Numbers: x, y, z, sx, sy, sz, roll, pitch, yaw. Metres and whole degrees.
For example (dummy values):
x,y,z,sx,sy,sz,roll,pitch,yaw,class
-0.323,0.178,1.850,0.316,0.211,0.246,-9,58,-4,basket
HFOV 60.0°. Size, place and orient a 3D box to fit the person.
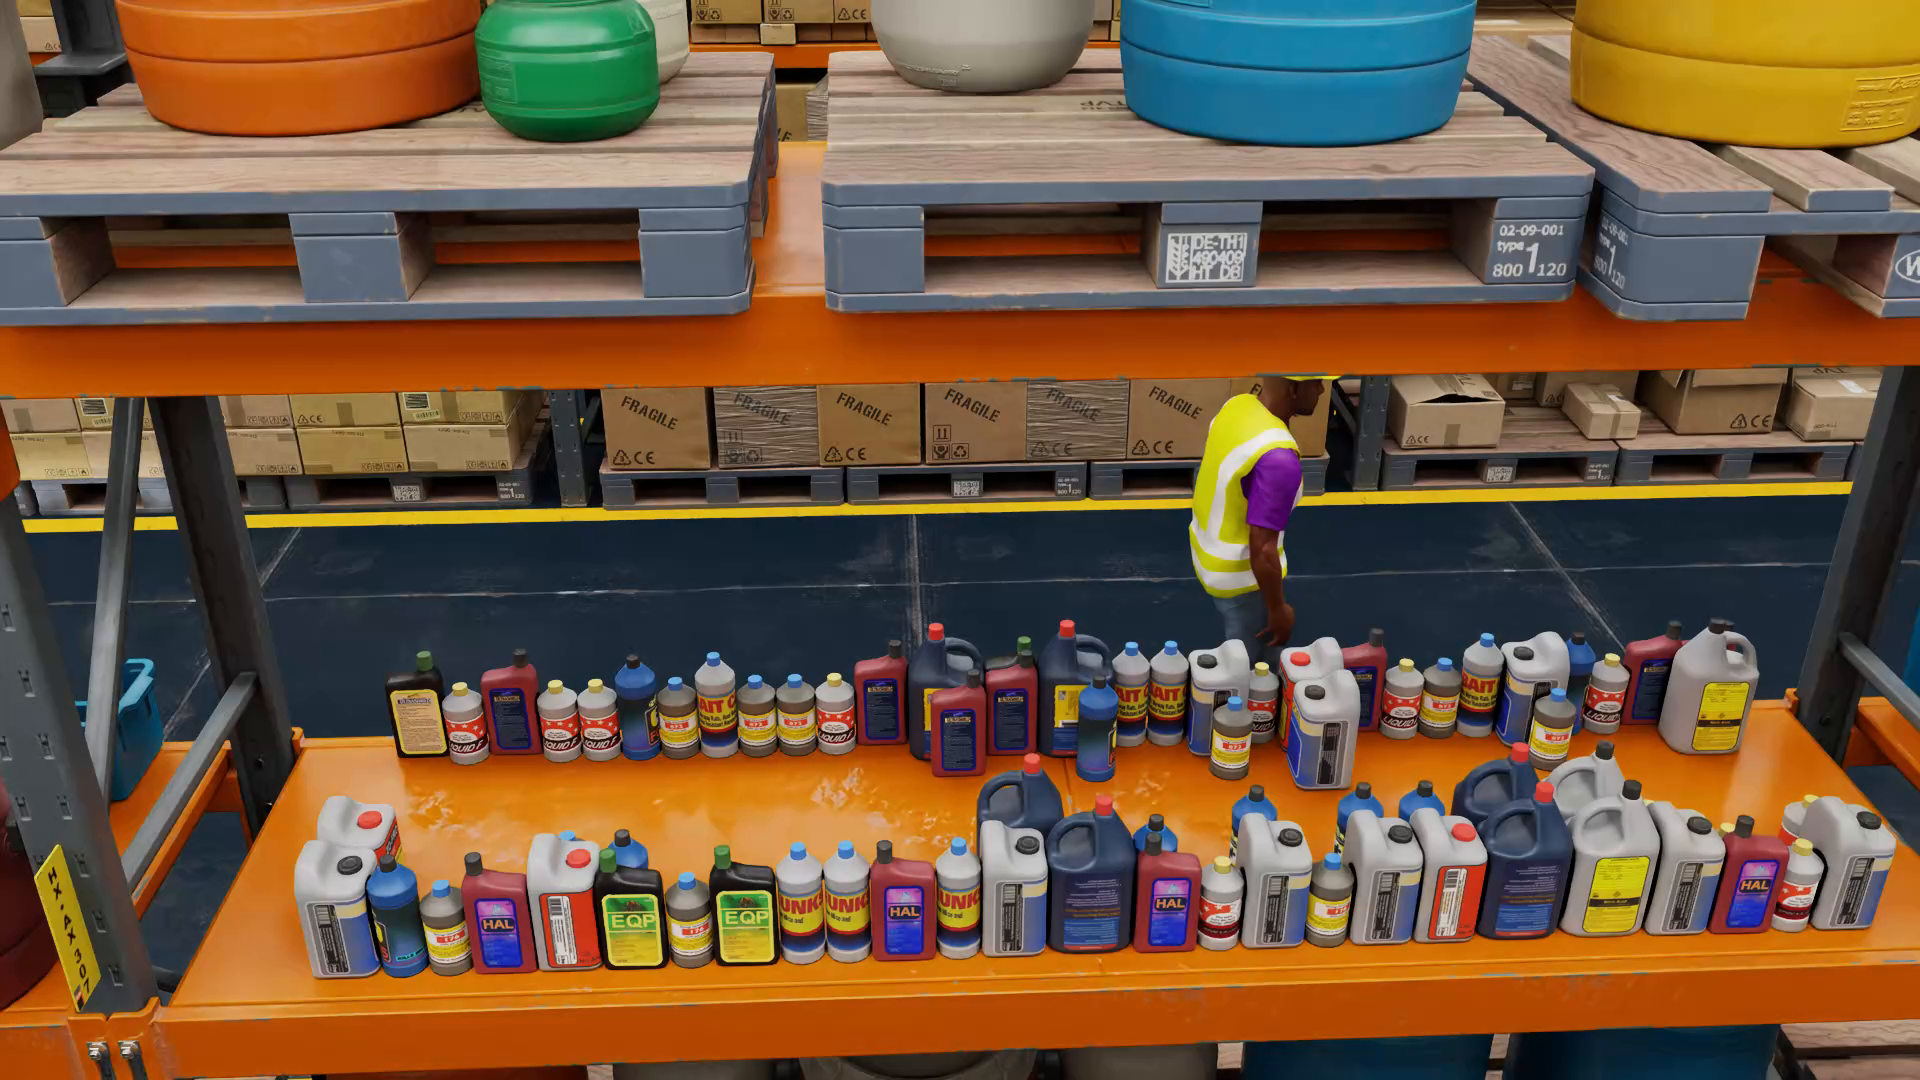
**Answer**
x,y,z,sx,sy,sz,roll,pitch,yaw,class
1.052,0.106,5.896,0.463,1.760,0.633,-2,27,-3,person
